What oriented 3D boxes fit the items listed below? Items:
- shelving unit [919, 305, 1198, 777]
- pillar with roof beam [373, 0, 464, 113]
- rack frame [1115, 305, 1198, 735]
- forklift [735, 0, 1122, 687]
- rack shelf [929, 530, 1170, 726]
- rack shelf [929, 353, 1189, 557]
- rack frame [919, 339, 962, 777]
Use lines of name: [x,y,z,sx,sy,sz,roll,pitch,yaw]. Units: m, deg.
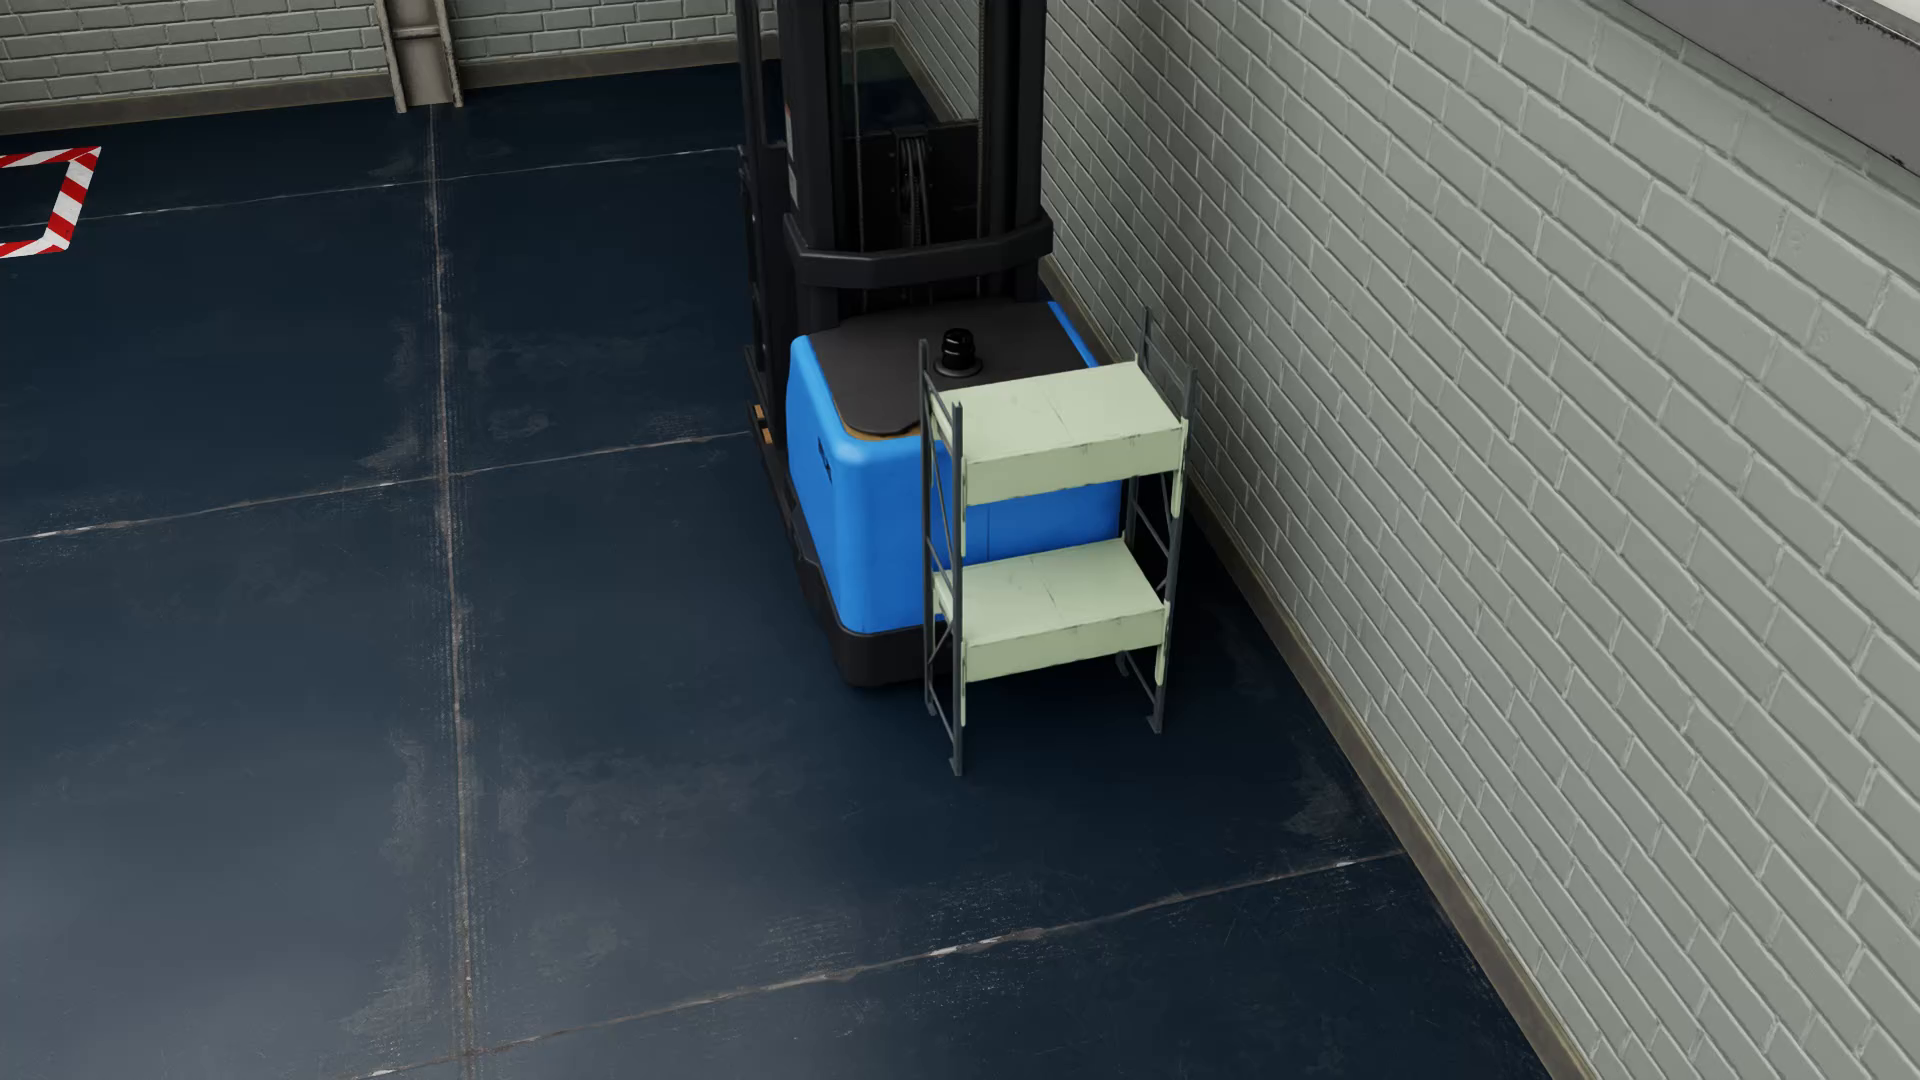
shelving unit: [0.291,0.035,5.470,0.755,1.500,0.431,-10,39,-13]
pillar with roof beam: [-2.163,-3.780,4.285,0.400,9.000,9.100,-9,38,-12]
rack frame: [0.642,-0.029,5.553,0.023,1.500,0.400,-10,39,-13]
forklift: [-0.304,-1.538,6.348,1.130,2.935,3.031,-10,38,-12]
rack shelf: [0.291,0.294,5.668,0.720,0.370,0.431,-10,39,-13]
rack shelf: [0.291,-0.275,5.233,0.720,0.370,0.431,-10,39,-13]
rack frame: [-0.060,0.098,5.387,0.023,1.500,0.400,-10,39,-13]
